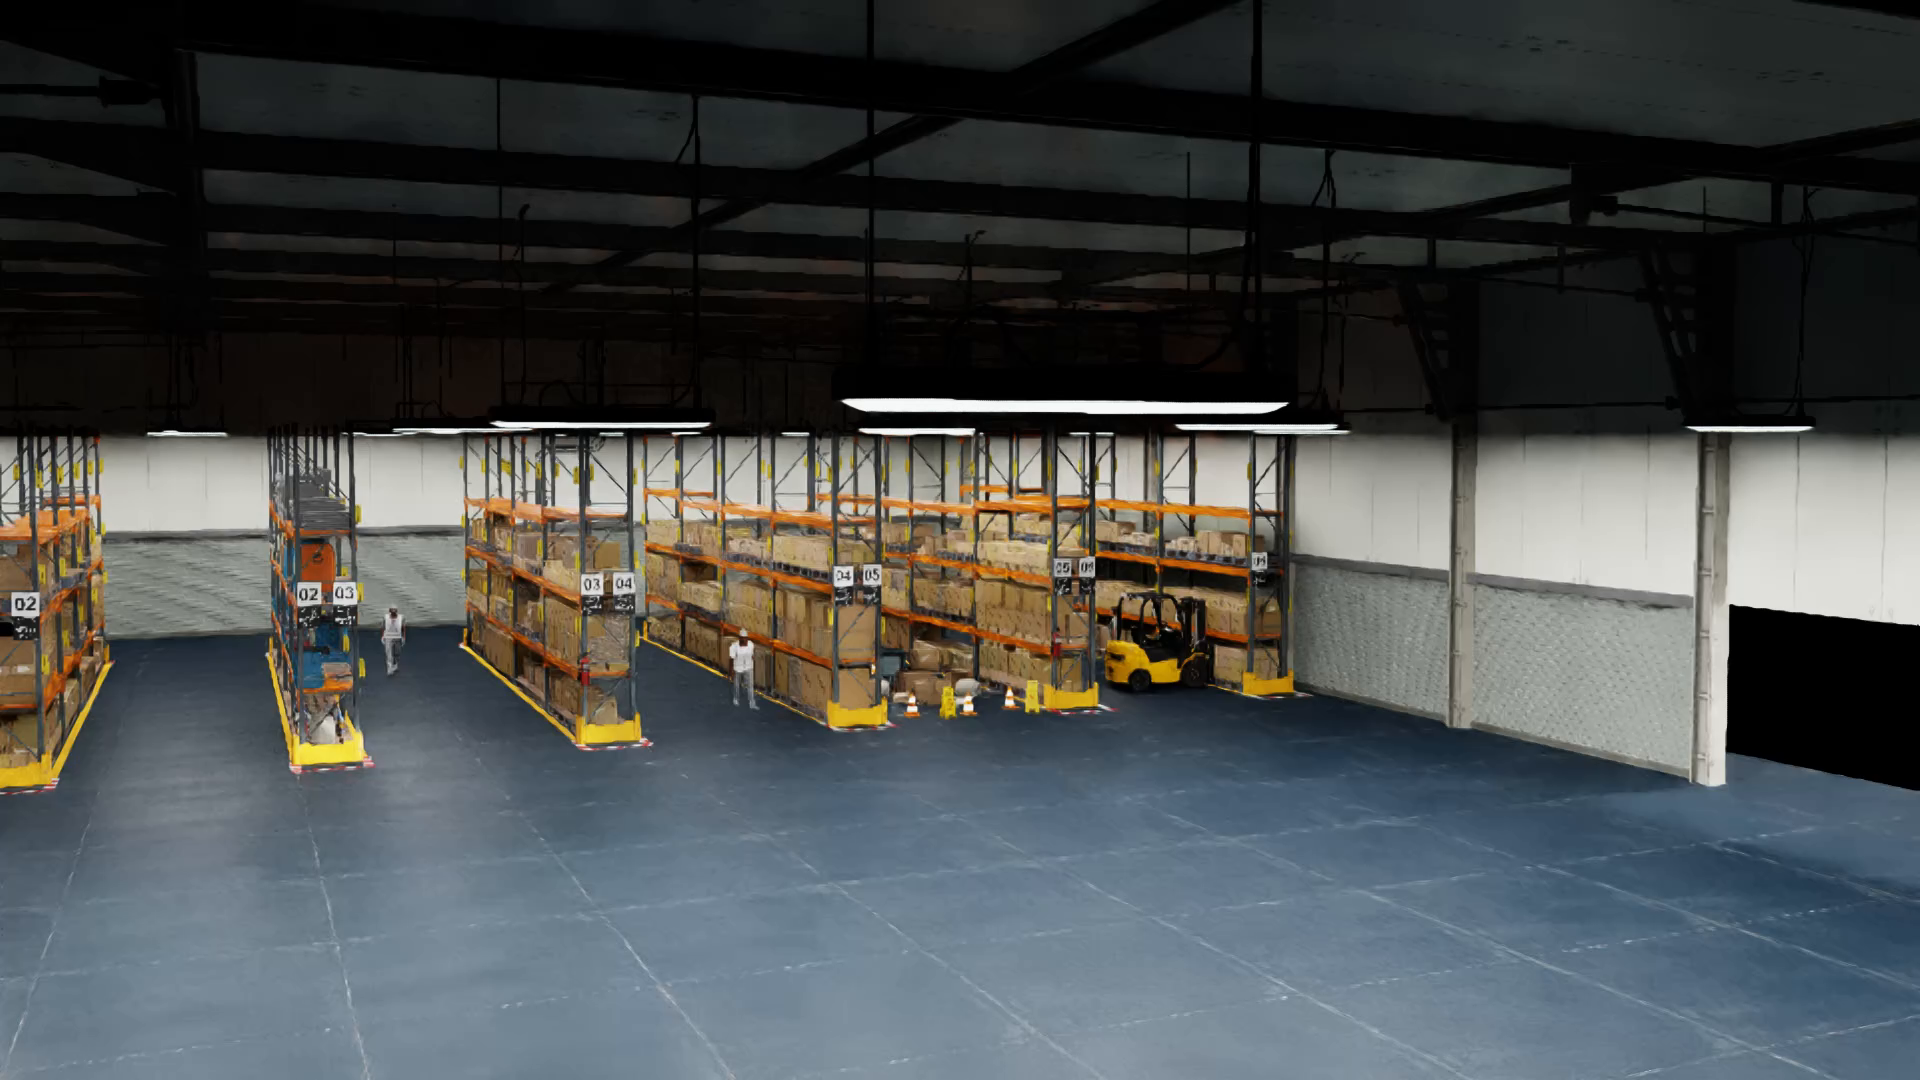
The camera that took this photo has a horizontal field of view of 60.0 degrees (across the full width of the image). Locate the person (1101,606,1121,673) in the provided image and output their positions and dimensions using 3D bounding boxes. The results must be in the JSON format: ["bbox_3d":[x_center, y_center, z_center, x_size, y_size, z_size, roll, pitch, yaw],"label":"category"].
[{"bbox_3d":[3.703,2.419,40.209,0.569,1.661,0.561,0,3,3],"label":"person"}]

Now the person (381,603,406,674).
[{"bbox_3d":[-13.779,2.379,40.476,0.564,1.704,1.112,-2,4,-26],"label":"person"}]

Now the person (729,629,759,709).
[{"bbox_3d":[-4.599,2.712,35.197,0.579,1.689,1.106,-1,4,-20],"label":"person"}]
